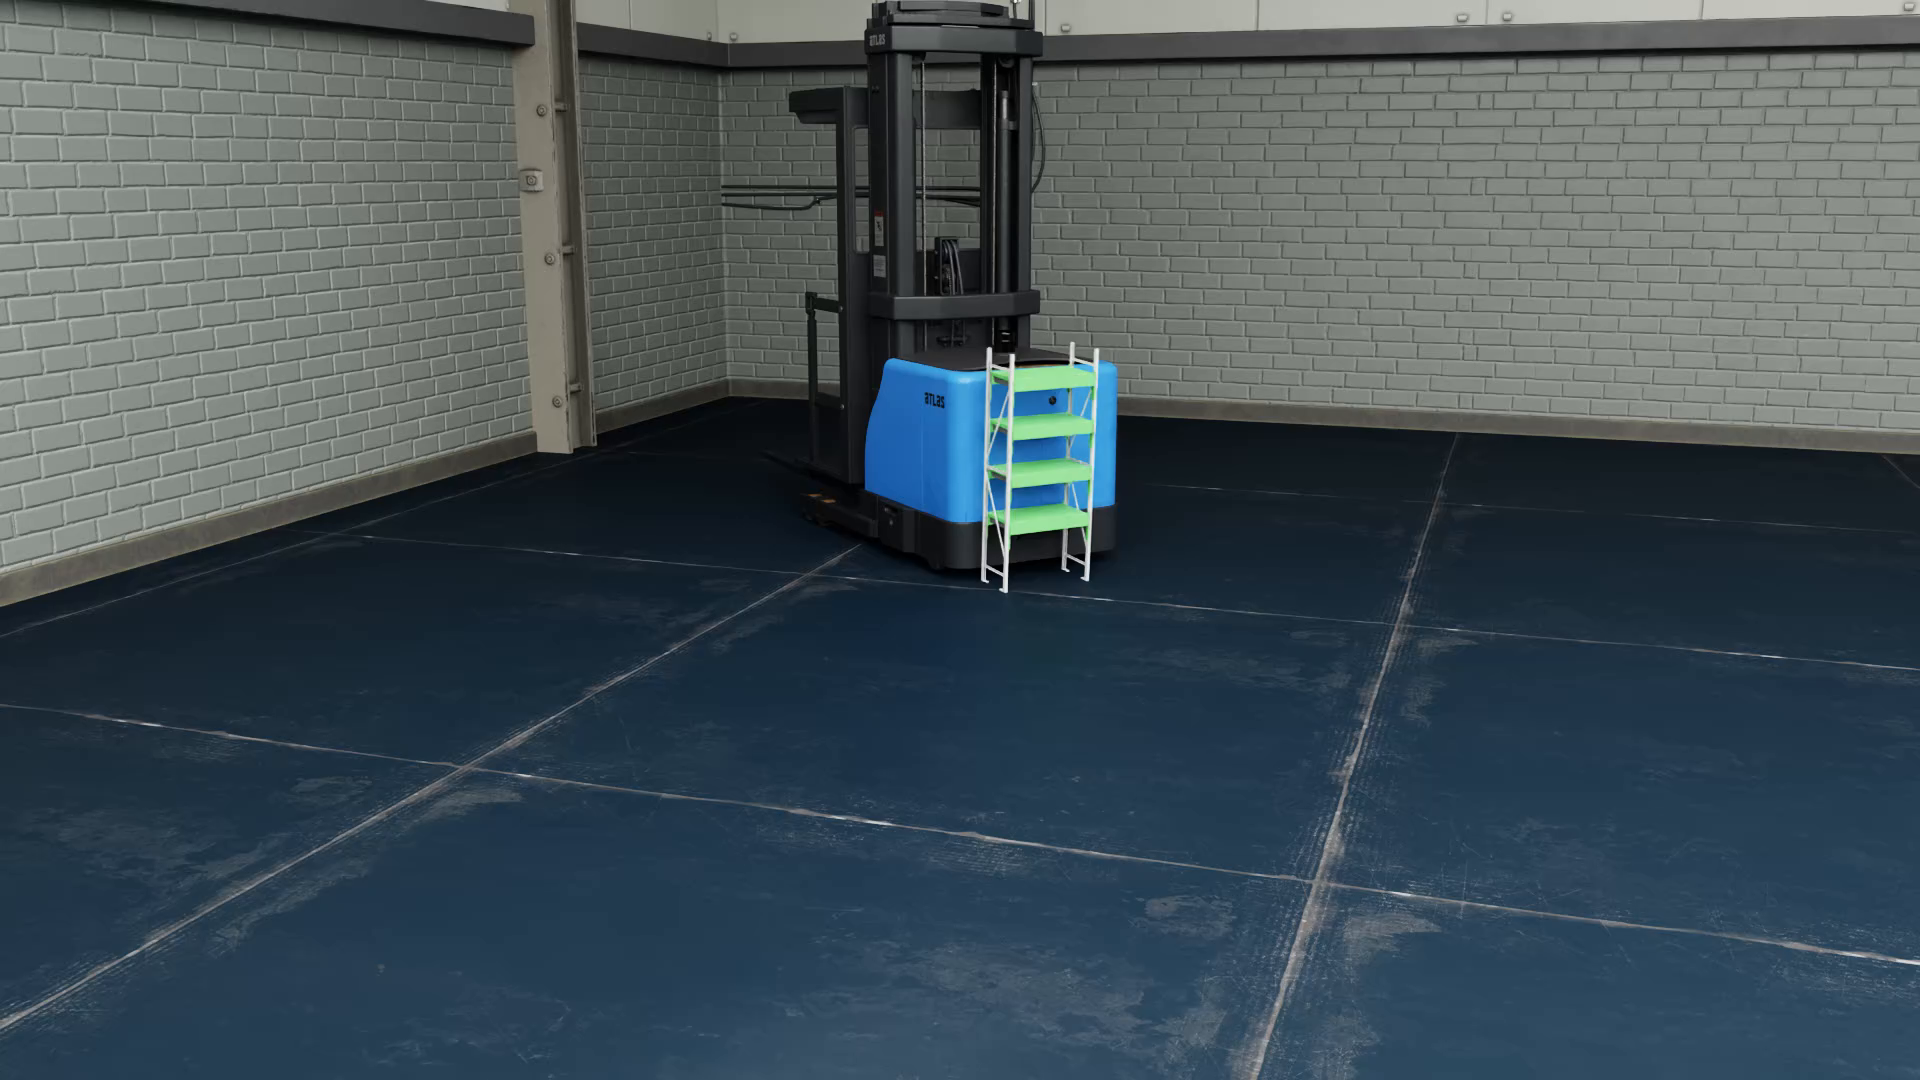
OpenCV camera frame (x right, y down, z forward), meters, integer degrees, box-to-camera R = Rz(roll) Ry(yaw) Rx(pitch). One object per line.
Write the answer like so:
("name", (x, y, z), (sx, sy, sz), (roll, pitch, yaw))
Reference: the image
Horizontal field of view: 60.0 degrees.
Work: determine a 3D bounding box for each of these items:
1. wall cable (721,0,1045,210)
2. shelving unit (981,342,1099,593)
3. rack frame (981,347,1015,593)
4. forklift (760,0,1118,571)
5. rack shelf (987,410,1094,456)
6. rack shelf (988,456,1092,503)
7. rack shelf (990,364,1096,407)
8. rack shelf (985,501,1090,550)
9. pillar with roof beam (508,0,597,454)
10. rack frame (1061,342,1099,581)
("wall cable", (-0.762, -4.089, 14.160), (3.097, 2.526, 0.112), (4, 14, 18))
("shelving unit", (0.399, -0.370, 8.385), (0.503, 1.200, 0.258), (-7, 17, -28))
("rack frame", (0.185, -0.343, 8.269), (0.015, 1.200, 0.240), (-7, 17, -28))
("forklift", (-0.307, -1.552, 9.699), (1.130, 2.935, 3.031), (-7, 15, -28))
("rack shelf", (0.402, -0.540, 8.339), (0.480, 0.148, 0.258), (-7, 17, -28))
("rack shelf", (0.397, -0.308, 8.402), (0.480, 0.148, 0.258), (-7, 17, -28))
("rack shelf", (0.408, -0.771, 8.276), (0.480, 0.148, 0.258), (-7, 17, -28))
("rack shelf", (0.392, -0.077, 8.465), (0.480, 0.148, 0.258), (-7, 17, -28))
("pillar with roof beam", (1.107, -4.768, 10.156), (9.100, 9.000, 0.400), (4, 14, 18))
("rack frame", (0.612, -0.396, 8.501), (0.015, 1.200, 0.240), (-7, 17, -28))
